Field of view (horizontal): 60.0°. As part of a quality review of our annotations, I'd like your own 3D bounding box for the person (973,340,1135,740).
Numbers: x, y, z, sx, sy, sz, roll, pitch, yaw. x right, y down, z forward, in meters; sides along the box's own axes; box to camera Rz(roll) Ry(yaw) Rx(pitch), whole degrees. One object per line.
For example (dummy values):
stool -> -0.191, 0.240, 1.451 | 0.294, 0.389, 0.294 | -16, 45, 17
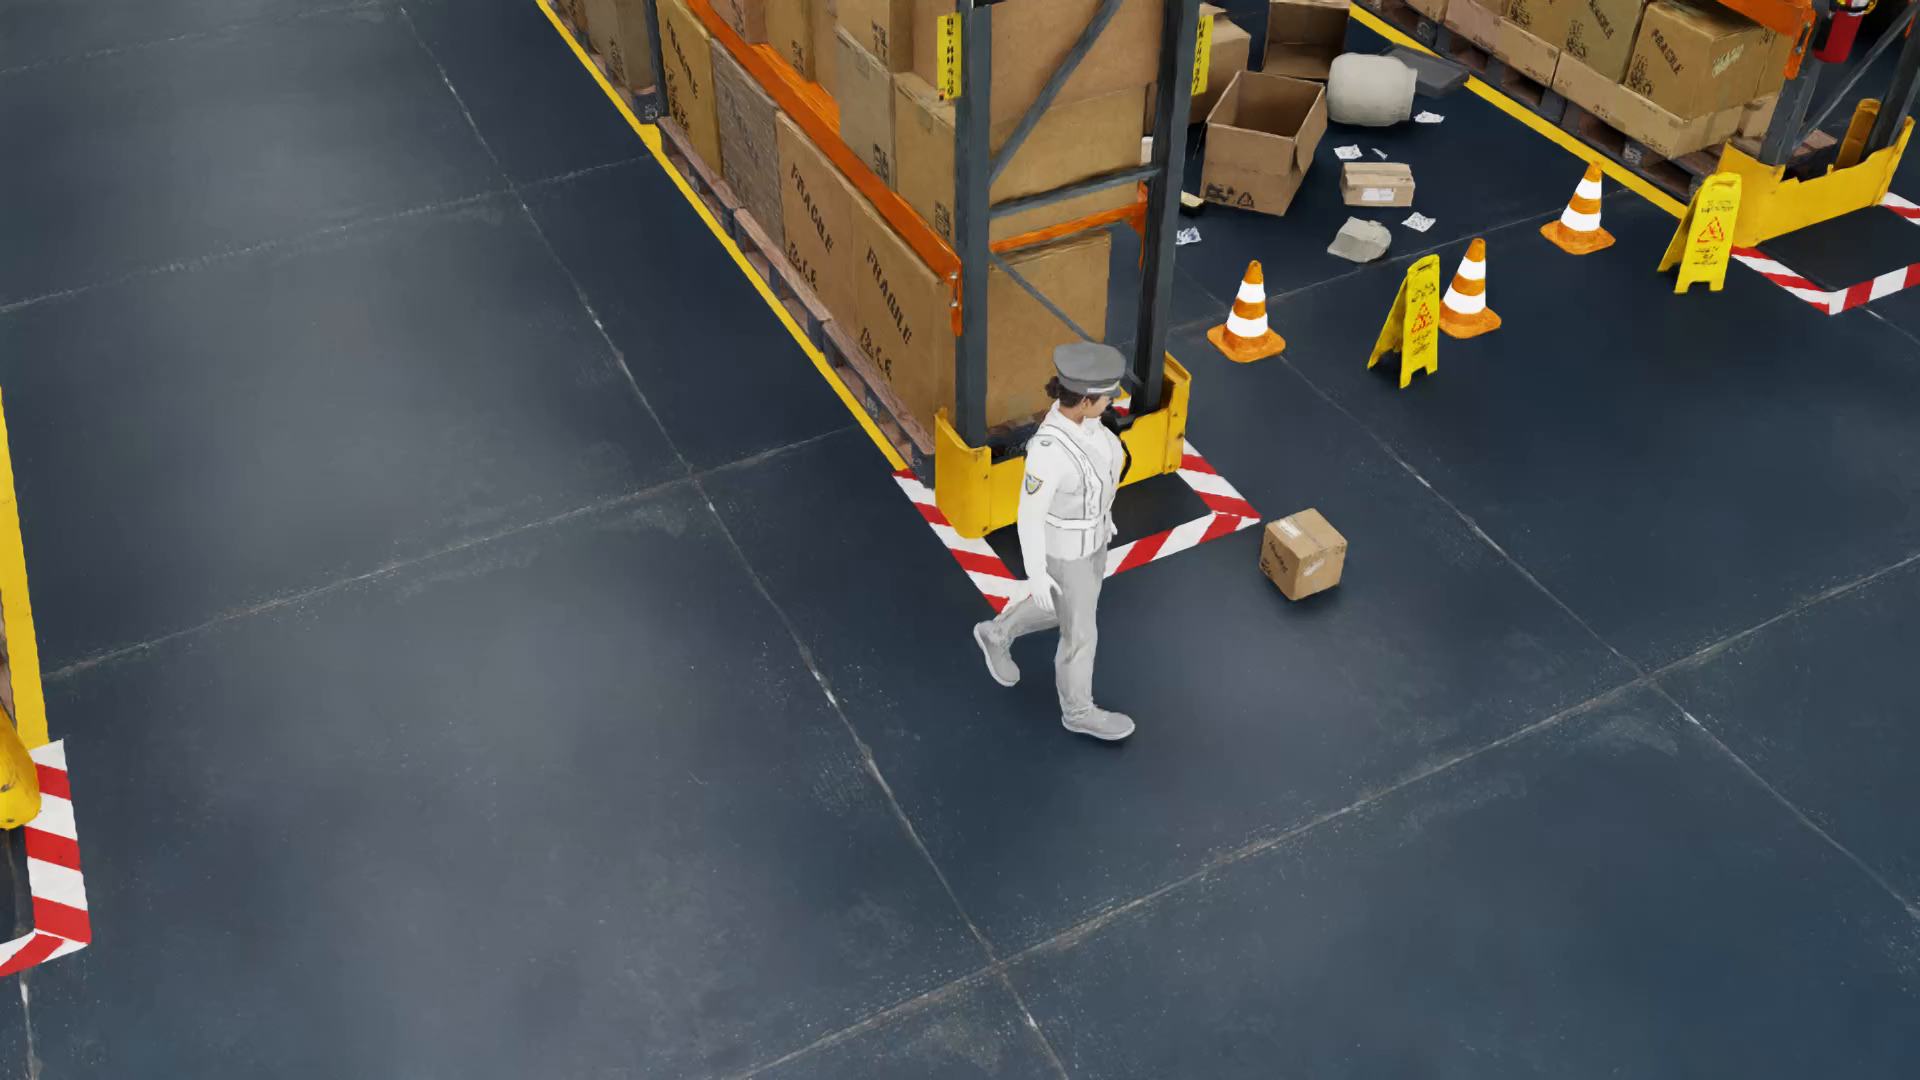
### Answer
person -> 0.380, -0.008, 6.162 | 0.698, 1.640, 0.534 | 9, 42, 10
